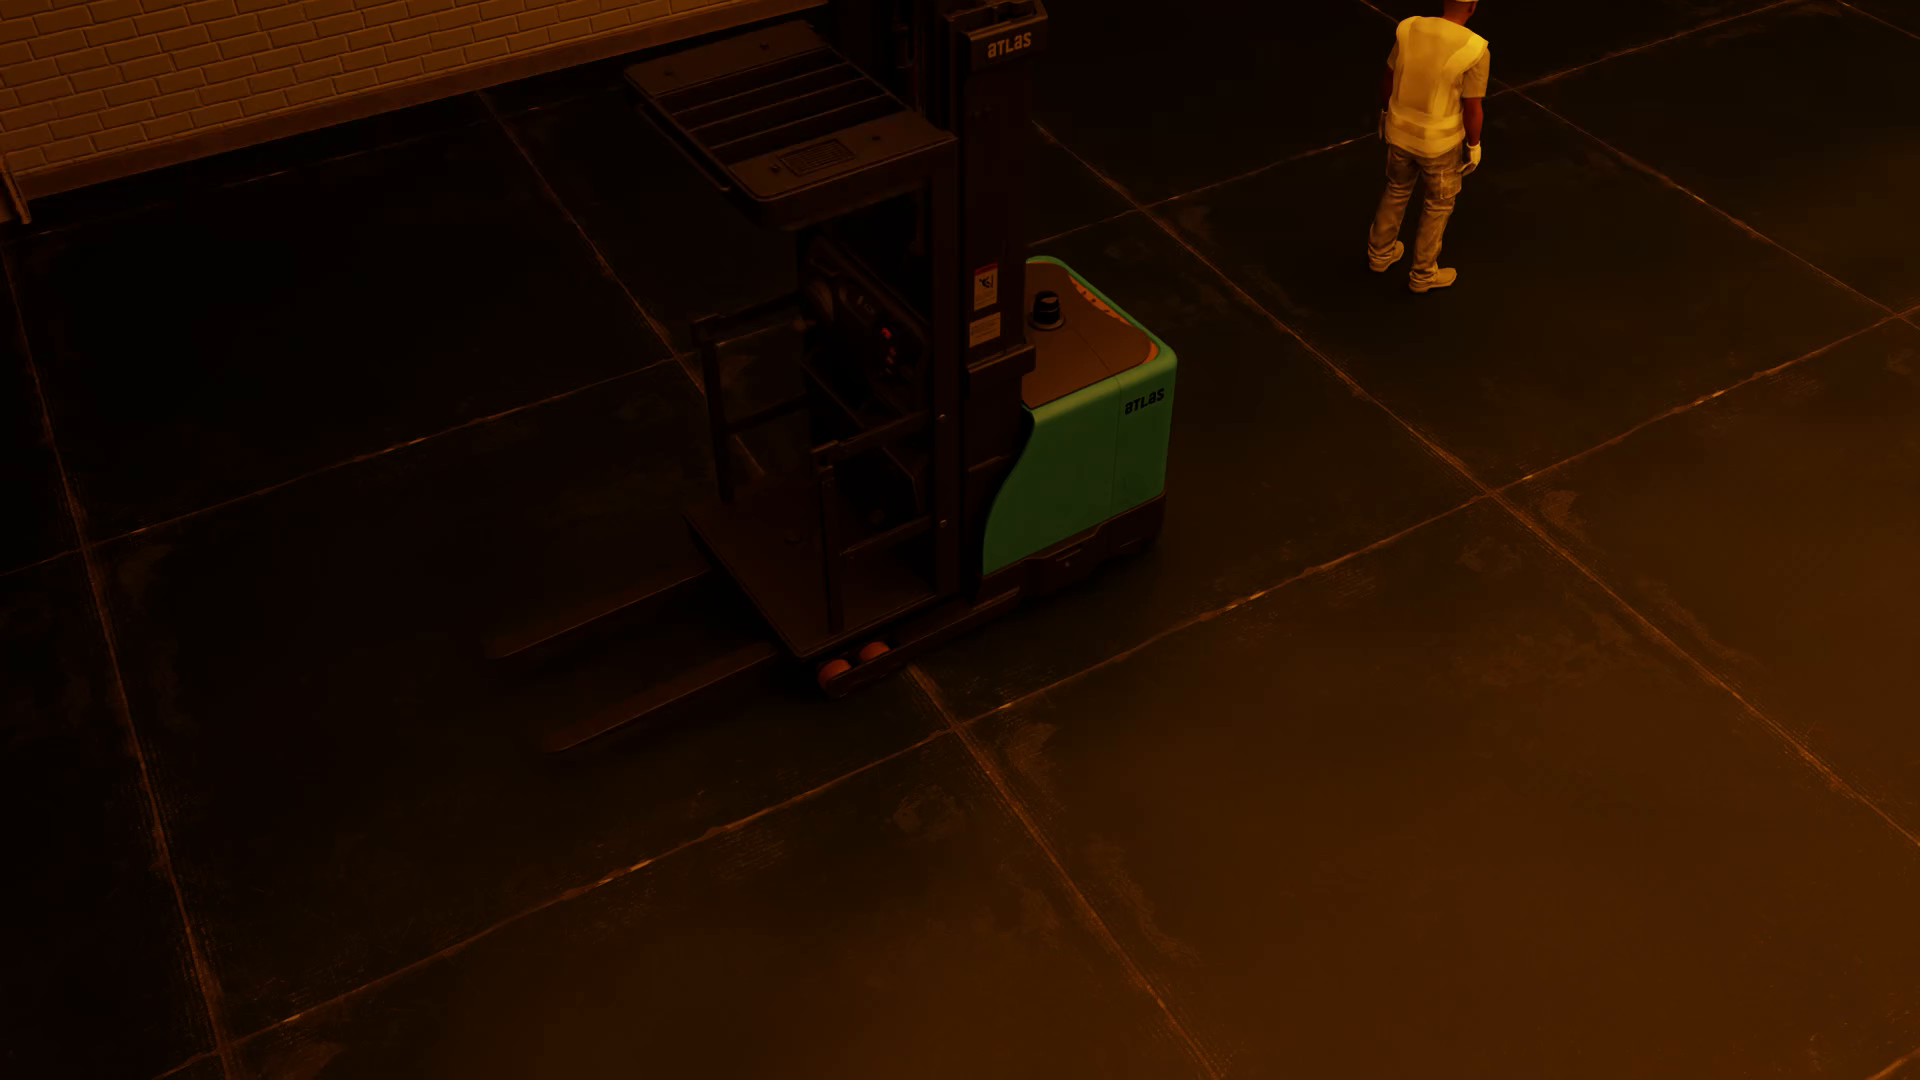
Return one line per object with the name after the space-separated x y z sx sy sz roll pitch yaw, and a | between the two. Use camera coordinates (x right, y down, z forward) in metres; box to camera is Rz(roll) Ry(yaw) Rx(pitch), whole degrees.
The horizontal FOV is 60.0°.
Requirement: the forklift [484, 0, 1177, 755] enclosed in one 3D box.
-0.561 -0.812 6.573 3.031 2.935 1.130 -24 48 -24 | forklift

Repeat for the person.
2.517 -2.183 8.907 0.453 1.772 0.616 -32 52 -30 | person
